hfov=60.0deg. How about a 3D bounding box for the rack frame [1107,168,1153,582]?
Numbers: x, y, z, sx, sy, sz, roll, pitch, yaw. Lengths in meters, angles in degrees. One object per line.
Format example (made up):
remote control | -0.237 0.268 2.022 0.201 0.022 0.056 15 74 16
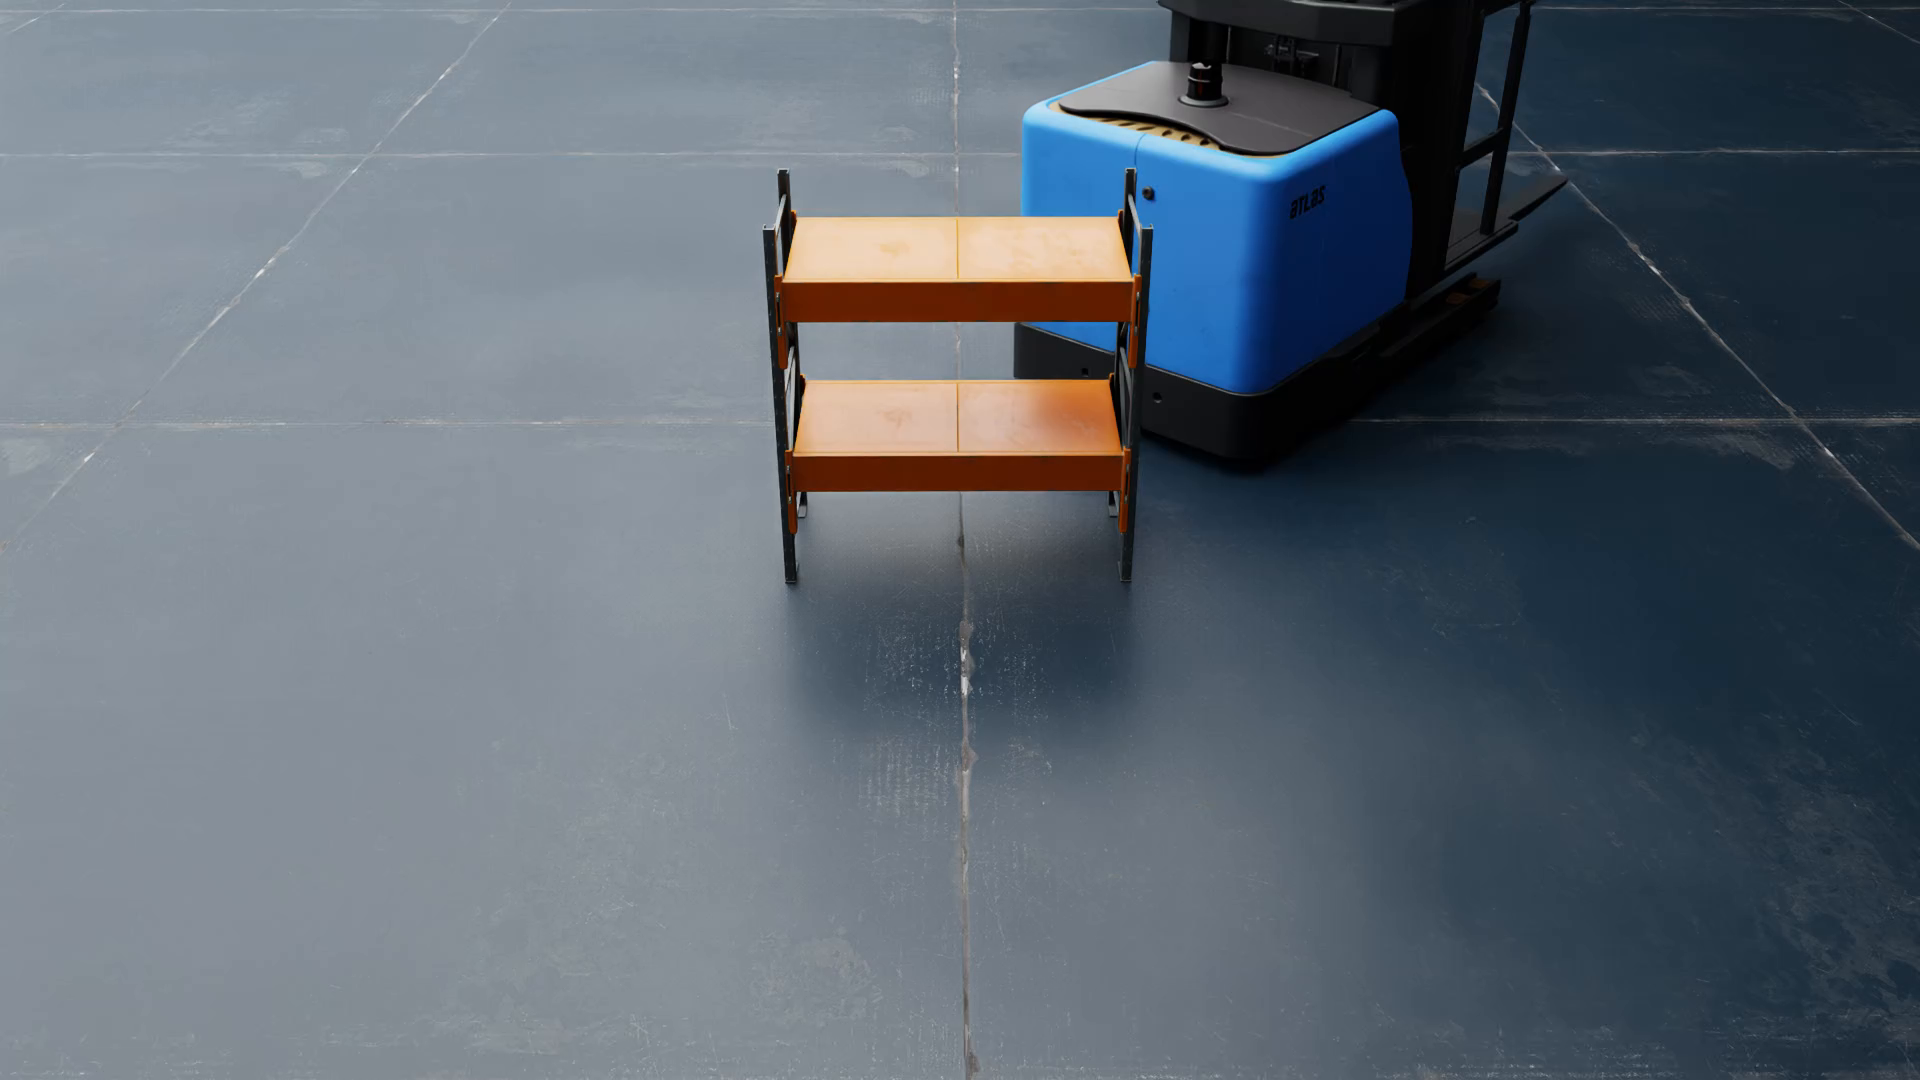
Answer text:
rack frame | 0.502 -0.482 4.961 0.032 1.125 0.500 0 31 0

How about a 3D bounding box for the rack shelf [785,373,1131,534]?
rack shelf | -0.007 -0.272 5.085 1.000 0.278 0.538 0 31 0

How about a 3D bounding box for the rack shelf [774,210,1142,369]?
rack shelf | -0.007 -0.731 4.806 1.000 0.278 0.538 0 31 0

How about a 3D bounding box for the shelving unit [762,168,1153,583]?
shelving unit | -0.007 -0.481 4.958 1.048 1.125 0.538 0 31 0

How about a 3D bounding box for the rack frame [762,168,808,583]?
rack frame | -0.515 -0.479 4.956 0.032 1.125 0.500 0 31 0

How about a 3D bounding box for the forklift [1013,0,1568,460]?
forklift | 1.525 -2.213 6.071 1.130 2.935 3.031 23 38 33
